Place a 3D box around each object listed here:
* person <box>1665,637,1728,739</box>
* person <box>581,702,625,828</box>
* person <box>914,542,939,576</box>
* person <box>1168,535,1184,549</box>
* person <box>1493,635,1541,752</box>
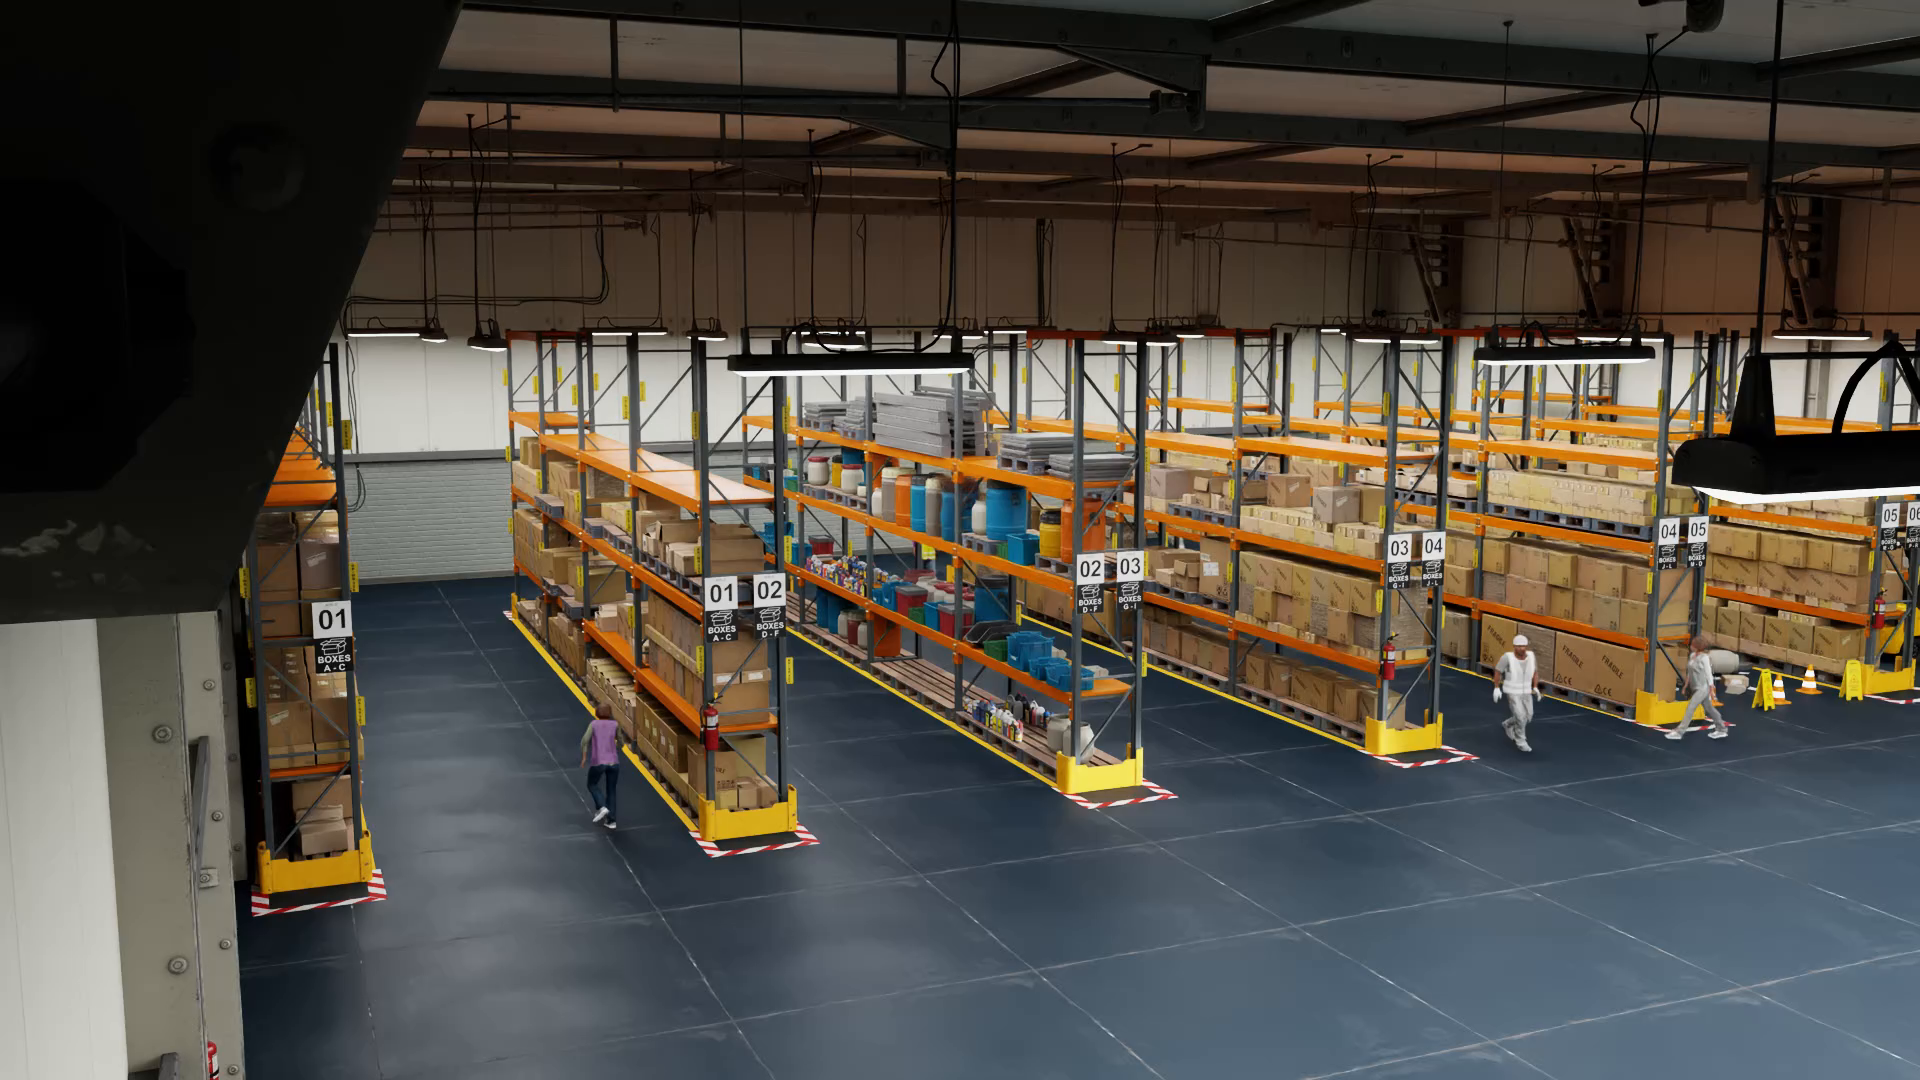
[{"bbox_3d":[10.965,2.193,24.720,0.965,1.524,0.445,0,8,3],"label":"person"},{"bbox_3d":[-4.451,2.787,20.744,0.565,1.497,0.748,-3,8,-24],"label":"person"},{"bbox_3d":[-0.730,0.419,37.126,0.624,1.705,1.070,-3,8,-18],"label":"person"},{"bbox_3d":[5.599,-0.416,42.946,0.589,1.788,0.461,8,11,44],"label":"person"},{"bbox_3d":[8.120,2.197,24.325,0.603,1.697,0.795,-2,8,-14],"label":"person"}]
